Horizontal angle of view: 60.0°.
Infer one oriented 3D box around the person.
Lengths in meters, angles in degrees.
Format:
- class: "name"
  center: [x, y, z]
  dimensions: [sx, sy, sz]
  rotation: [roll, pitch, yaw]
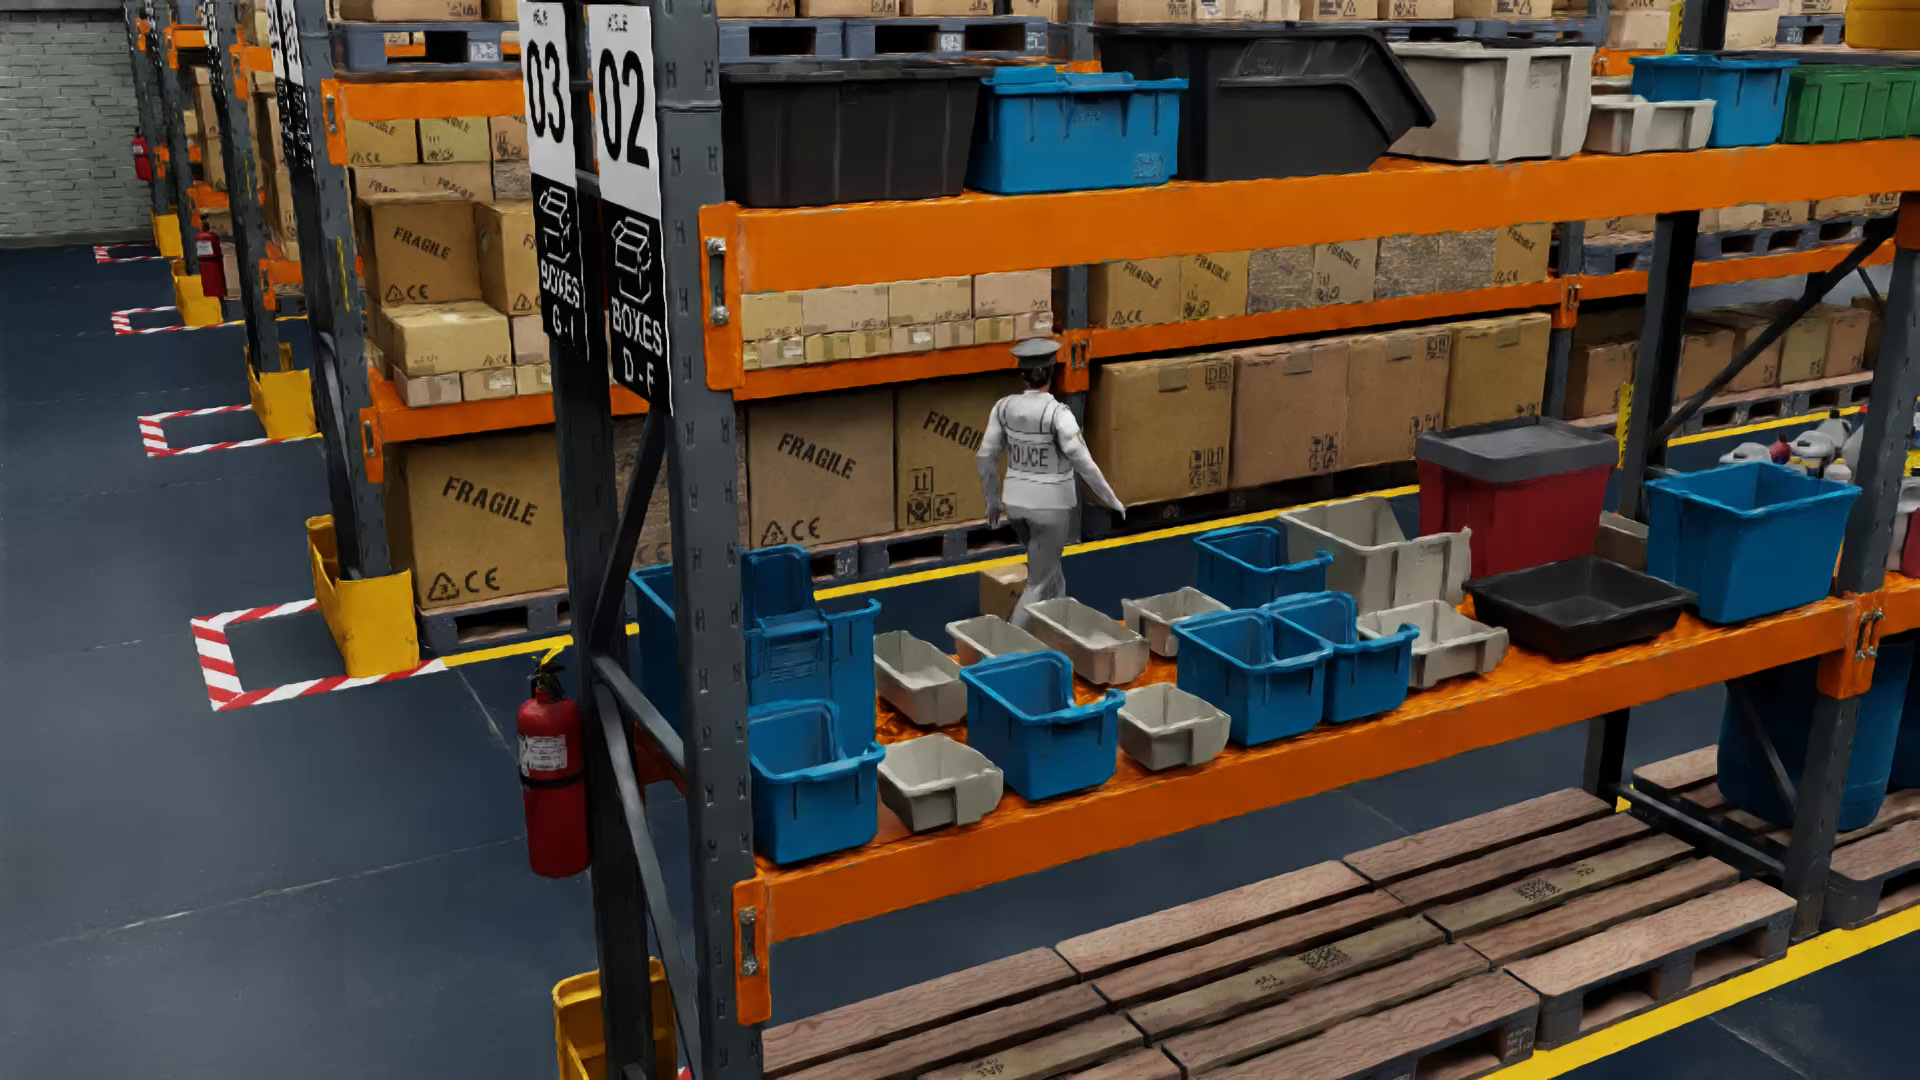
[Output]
- class: "person"
  center: [0.448, -0.146, 8.041]
  dimensions: [0.604, 1.664, 0.748]
  rotation: [17, 25, 41]
